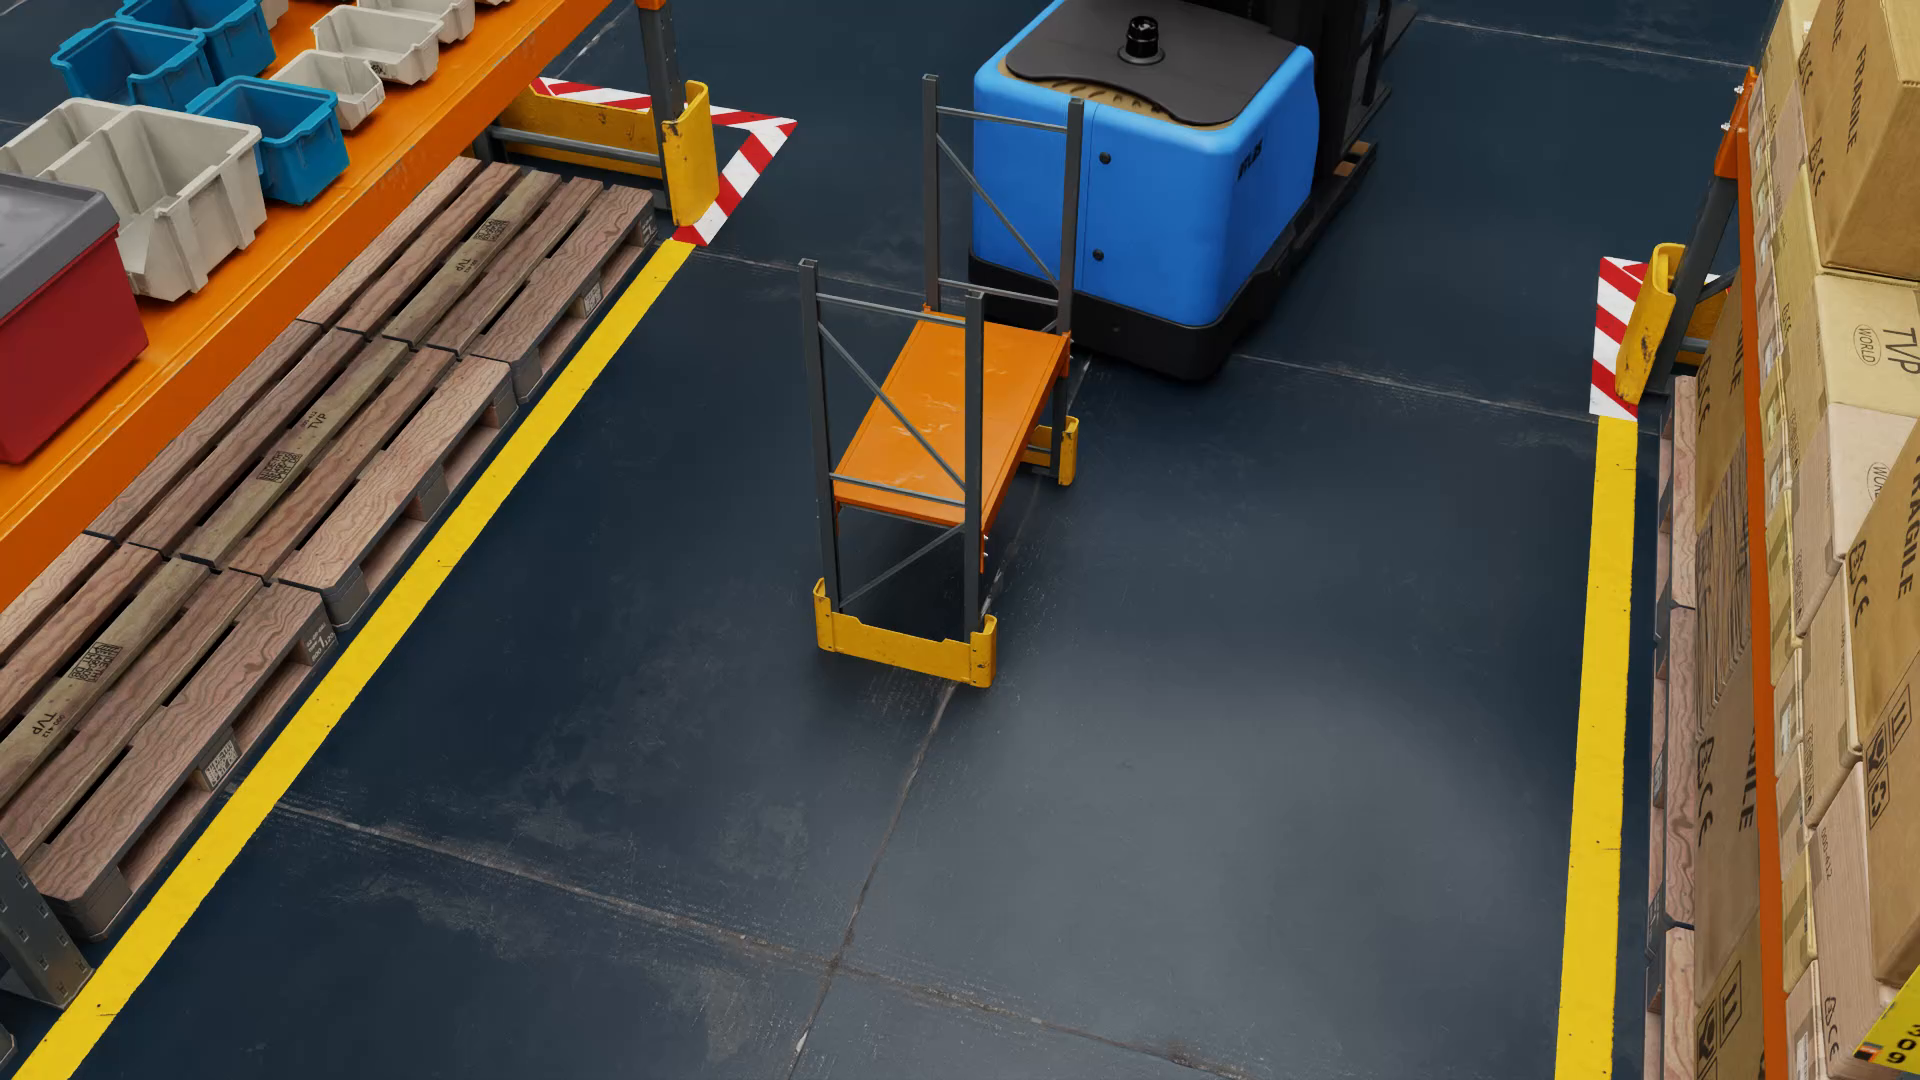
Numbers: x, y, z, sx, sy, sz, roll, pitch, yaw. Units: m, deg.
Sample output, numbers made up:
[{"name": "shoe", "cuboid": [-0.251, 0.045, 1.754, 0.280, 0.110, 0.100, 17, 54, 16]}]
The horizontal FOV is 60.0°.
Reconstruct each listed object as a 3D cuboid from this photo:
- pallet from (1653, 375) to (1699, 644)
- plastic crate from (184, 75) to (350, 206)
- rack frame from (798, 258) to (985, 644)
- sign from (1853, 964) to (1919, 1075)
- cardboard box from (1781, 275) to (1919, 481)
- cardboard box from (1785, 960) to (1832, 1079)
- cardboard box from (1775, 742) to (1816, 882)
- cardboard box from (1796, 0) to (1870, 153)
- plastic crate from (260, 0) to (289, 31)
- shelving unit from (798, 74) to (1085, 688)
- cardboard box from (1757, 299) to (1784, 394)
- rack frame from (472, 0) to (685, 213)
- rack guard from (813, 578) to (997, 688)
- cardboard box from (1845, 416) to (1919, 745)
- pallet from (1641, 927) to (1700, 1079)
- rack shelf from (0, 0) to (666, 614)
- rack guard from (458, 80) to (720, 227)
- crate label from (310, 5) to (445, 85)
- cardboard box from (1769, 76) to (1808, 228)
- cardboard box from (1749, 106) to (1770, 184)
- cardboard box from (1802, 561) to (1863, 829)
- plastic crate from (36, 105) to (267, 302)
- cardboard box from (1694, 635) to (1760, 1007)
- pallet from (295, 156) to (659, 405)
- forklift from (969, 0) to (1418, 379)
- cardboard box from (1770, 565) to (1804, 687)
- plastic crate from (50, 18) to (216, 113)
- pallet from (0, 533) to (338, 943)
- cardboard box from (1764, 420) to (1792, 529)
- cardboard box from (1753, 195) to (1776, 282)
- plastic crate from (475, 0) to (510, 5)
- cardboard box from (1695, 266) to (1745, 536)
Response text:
[{"name": "pallet", "cuboid": [2.909, -0.027, 5.626, 1.003, 0.211, 1.213, 13, 46, 13]}, {"name": "plastic crate", "cuboid": [-2.022, -1.160, 4.868, 0.416, 0.233, 0.300, 13, 46, 13]}, {"name": "rack frame", "cuboid": [-0.180, -0.140, 4.821, 0.500, 1.500, 0.032, 13, 46, 13]}, {"name": "sign", "cuboid": [1.336, 0.639, 2.277, 0.100, 0.325, 0.005, 13, 46, 13]}, {"name": "cardboard box", "cuboid": [2.214, -0.332, 3.839, 0.500, 0.250, 0.500, 12, 46, 12]}, {"name": "cardboard box", "cuboid": [1.645, 0.910, 2.854, 0.380, 0.149, 0.250, 13, 46, 13]}, {"name": "cardboard box", "cuboid": [1.801, 0.568, 3.205, 0.380, 0.149, 0.250, 12, 46, 12]}, {"name": "cardboard box", "cuboid": [2.522, -1.298, 4.290, 0.500, 0.500, 0.500, 12, 46, 12]}, {"name": "plastic crate", "cuboid": [-2.414, -1.806, 5.596, 0.250, 0.136, 0.298, 13, 46, 13]}, {"name": "shelving unit", "cuboid": [-0.023, -0.485, 5.174, 0.587, 1.500, 1.083, 13, 46, 13]}, {"name": "cardboard box", "cuboid": [2.267, -0.459, 4.254, 0.380, 0.149, 0.250, 12, 46, 12]}, {"name": "rack frame", "cuboid": [-1.644, -2.622, 6.285, 1.000, 3.000, 0.127, 13, 46, 13]}, {"name": "rack guard", "cuboid": [-0.174, 0.293, 5.271, 0.587, 0.250, 0.087, 13, 46, 13]}, {"name": "cardboard box", "cuboid": [1.905, 0.076, 2.886, 0.500, 0.500, 0.500, 13, 46, 13]}, {"name": "pallet", "cuboid": [2.170, 1.600, 3.964, 1.003, 0.211, 1.213, 13, 46, 13]}, {"name": "rack shelf", "cuboid": [-2.250, -1.032, 5.174, 1.077, 0.370, 4.000, 13, 46, 13]}, {"name": "rack guard", "cuboid": [-1.649, -1.747, 7.178, 1.175, 0.500, 0.348, 13, 46, 13]}, {"name": "crate label", "cuboid": [-1.881, -1.586, 5.372, 0.396, 0.136, 0.243, 13, 46, 13]}, {"name": "cardboard box", "cuboid": [2.523, -1.015, 4.537, 0.500, 0.250, 0.500, 12, 46, 12]}, {"name": "cardboard box", "cuboid": [2.578, -1.145, 4.955, 0.380, 0.149, 0.250, 12, 46, 12]}, {"name": "cardboard box", "cuboid": [1.903, 0.345, 3.147, 0.500, 0.250, 0.500, 14, 46, 14]}, {"name": "plastic crate", "cuboid": [-2.217, -0.914, 4.581, 0.437, 0.282, 0.530, 13, 46, 13]}, {"name": "cardboard box", "cuboid": [2.414, 0.680, 4.130, 0.875, 0.875, 0.875, 13, 46, 13]}, {"name": "pallet", "cuboid": [-1.931, -1.084, 6.707, 1.003, 0.211, 1.213, 13, 46, 13]}, {"name": "forklift", "cuboid": [1.193, -2.676, 6.389, 1.130, 2.935, 3.031, 21, 48, 20]}, {"name": "cardboard box", "cuboid": [1.956, 0.224, 3.556, 0.380, 0.149, 0.250, 13, 46, 13]}, {"name": "plastic crate", "cuboid": [-2.522, -1.411, 5.124, 0.416, 0.233, 0.300, 13, 46, 13]}, {"name": "pallet", "cuboid": [-2.670, 0.543, 5.045, 1.003, 0.211, 1.213, 13, 46, 13]}, {"name": "cardboard box", "cuboid": [2.112, -0.116, 3.903, 0.380, 0.149, 0.250, 13, 46, 13]}, {"name": "cardboard box", "cuboid": [2.423, -0.800, 4.603, 0.380, 0.149, 0.250, 12, 46, 12]}, {"name": "plastic crate", "cuboid": [-1.718, -1.967, 5.761, 0.396, 0.136, 0.243, 13, 46, 13]}, {"name": "cardboard box", "cuboid": [2.959, -0.520, 5.356, 0.875, 0.875, 0.875, 13, 46, 13]}]
